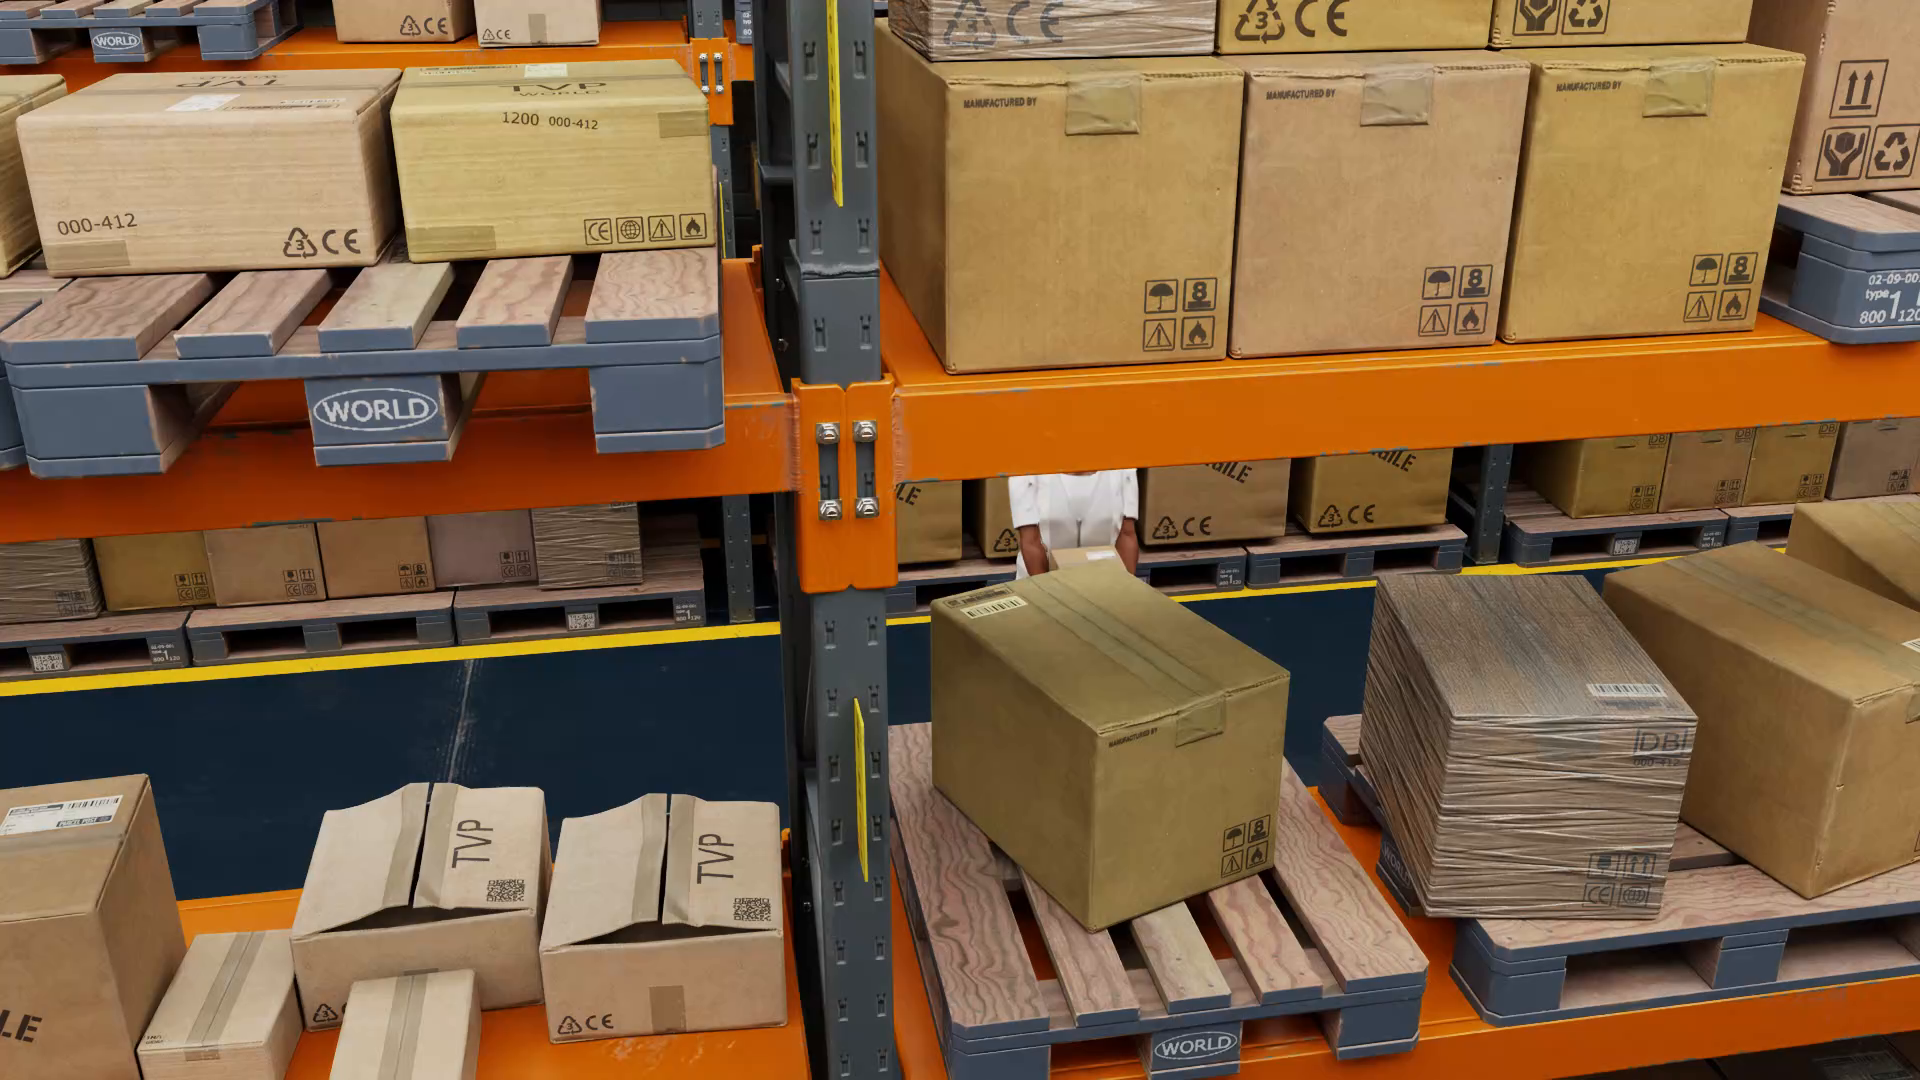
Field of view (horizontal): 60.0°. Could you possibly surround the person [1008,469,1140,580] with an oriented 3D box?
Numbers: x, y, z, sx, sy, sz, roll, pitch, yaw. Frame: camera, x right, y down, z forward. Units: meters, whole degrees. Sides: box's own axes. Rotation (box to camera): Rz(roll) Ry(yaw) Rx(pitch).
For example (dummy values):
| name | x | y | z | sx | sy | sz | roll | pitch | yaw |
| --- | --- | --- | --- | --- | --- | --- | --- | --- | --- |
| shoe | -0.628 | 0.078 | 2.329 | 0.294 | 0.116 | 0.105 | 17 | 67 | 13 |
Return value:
| name | x | y | z | sx | sy | sz | roll | pitch | yaw |
| --- | --- | --- | --- | --- | --- | --- | --- | --- | --- |
| person | 0.460 | 0.263 | 6.458 | 0.505 | 1.763 | 0.577 | -4 | 24 | -10 |
